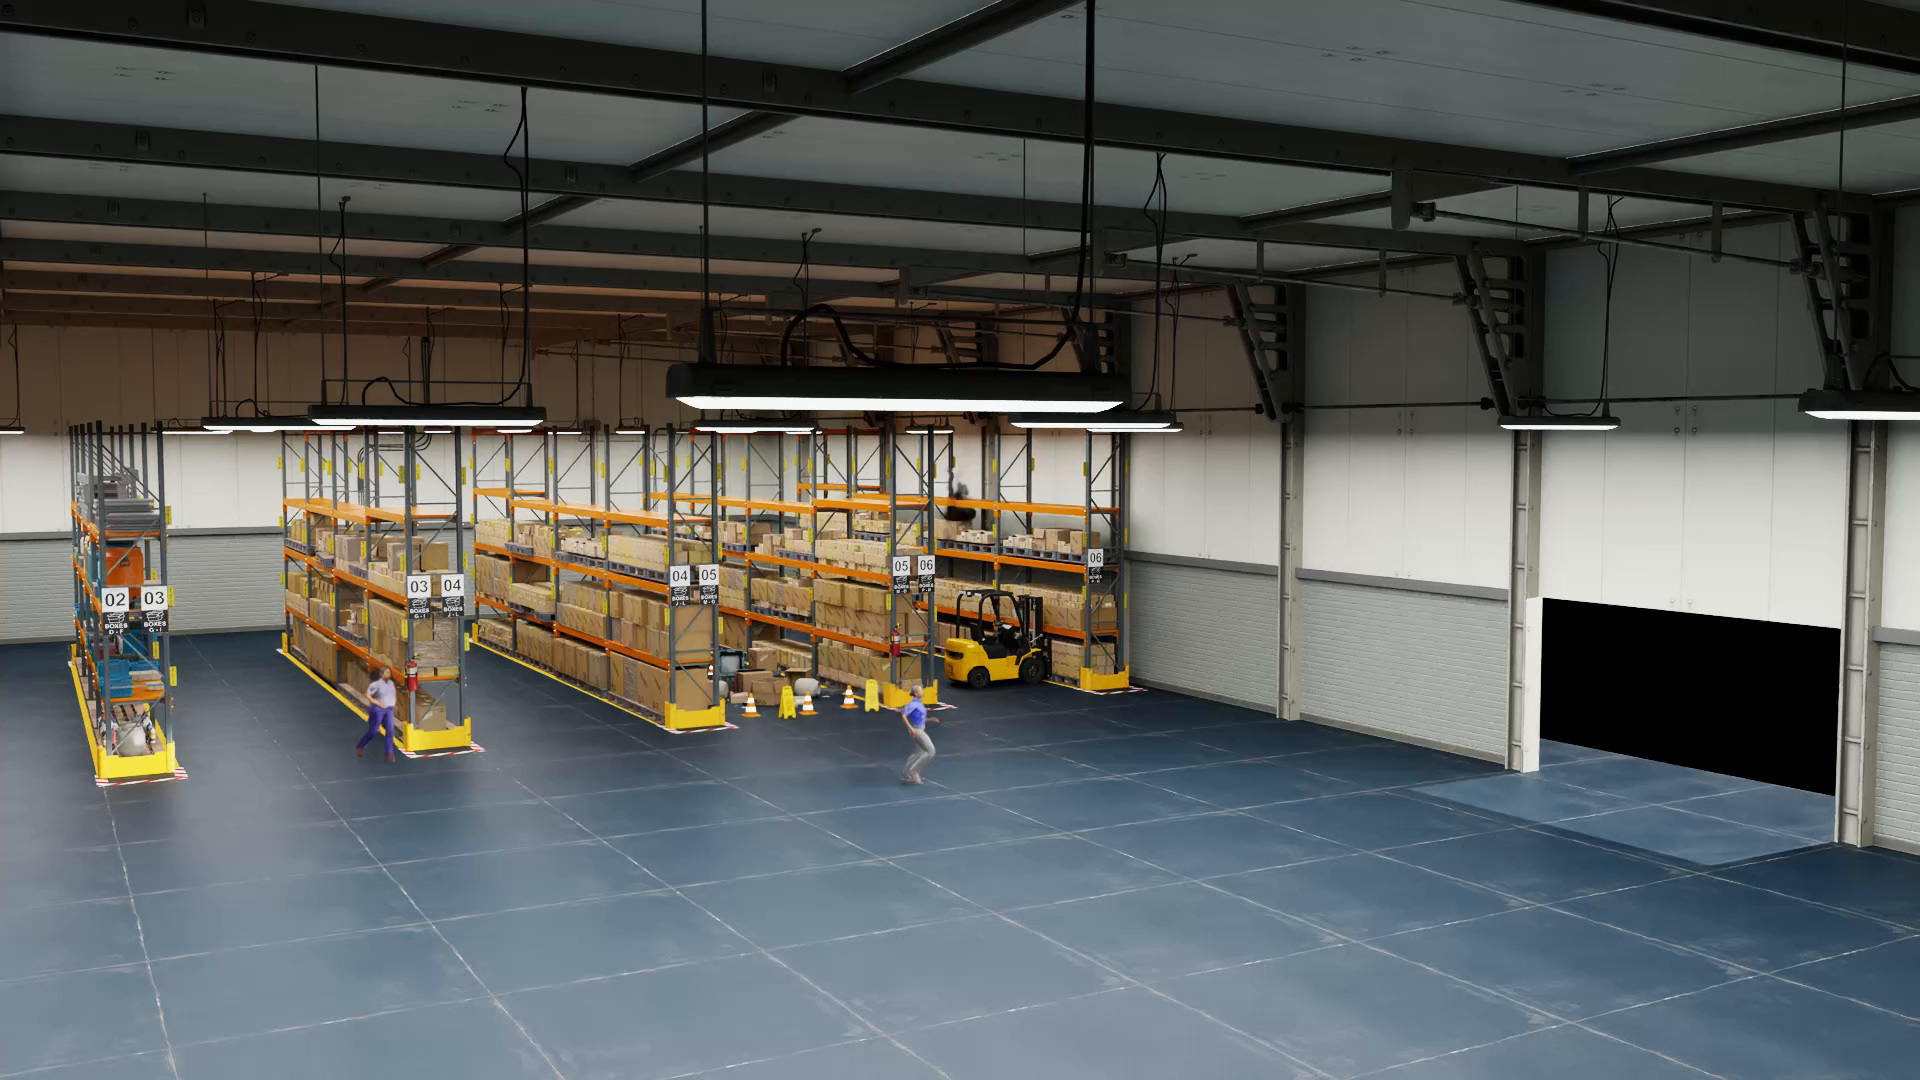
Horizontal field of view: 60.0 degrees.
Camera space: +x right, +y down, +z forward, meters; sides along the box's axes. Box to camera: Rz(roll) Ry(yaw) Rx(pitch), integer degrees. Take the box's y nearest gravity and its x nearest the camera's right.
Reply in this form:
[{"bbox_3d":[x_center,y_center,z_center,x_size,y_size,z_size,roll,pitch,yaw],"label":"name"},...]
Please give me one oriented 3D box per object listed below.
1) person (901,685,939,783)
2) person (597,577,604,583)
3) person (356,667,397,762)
[{"bbox_3d":[-0.665,3.199,27.445,0.645,1.623,0.553,0,4,2],"label":"person"},{"bbox_3d":[-10.784,1.774,49.813,0.746,1.829,0.706,-2,4,-34],"label":"person"},{"bbox_3d":[-10.259,3.078,29.576,0.924,1.632,0.692,3,4,37],"label":"person"}]
